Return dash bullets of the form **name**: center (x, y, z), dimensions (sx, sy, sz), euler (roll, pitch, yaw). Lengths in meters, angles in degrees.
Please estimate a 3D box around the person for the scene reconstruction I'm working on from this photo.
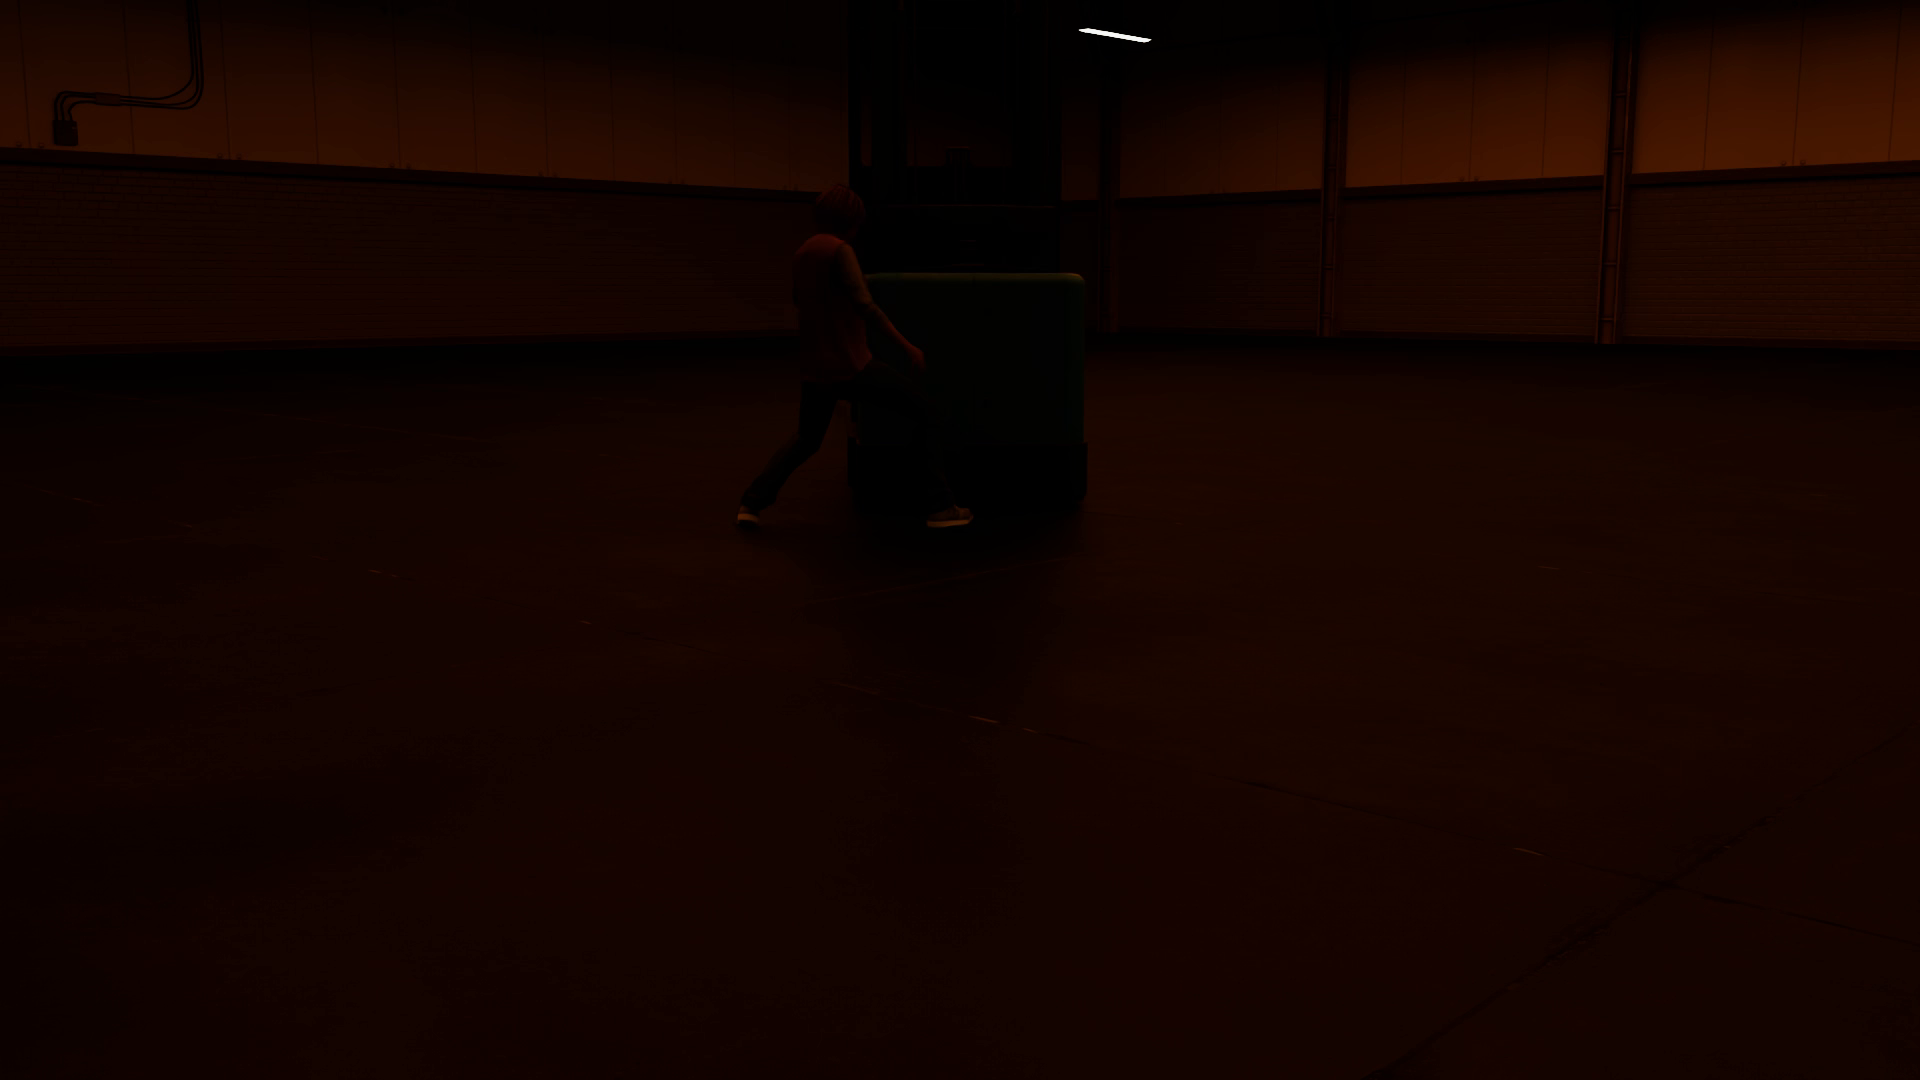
- **person**: center (-0.468, -0.741, 6.993), dimensions (0.811, 1.451, 0.869), euler (-6, 10, -34)

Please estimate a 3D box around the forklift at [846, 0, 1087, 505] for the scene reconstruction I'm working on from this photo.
- **forklift**: center (-0.045, -1.793, 8.784), dimensions (1.130, 2.935, 3.031), euler (-1, 9, -4)
